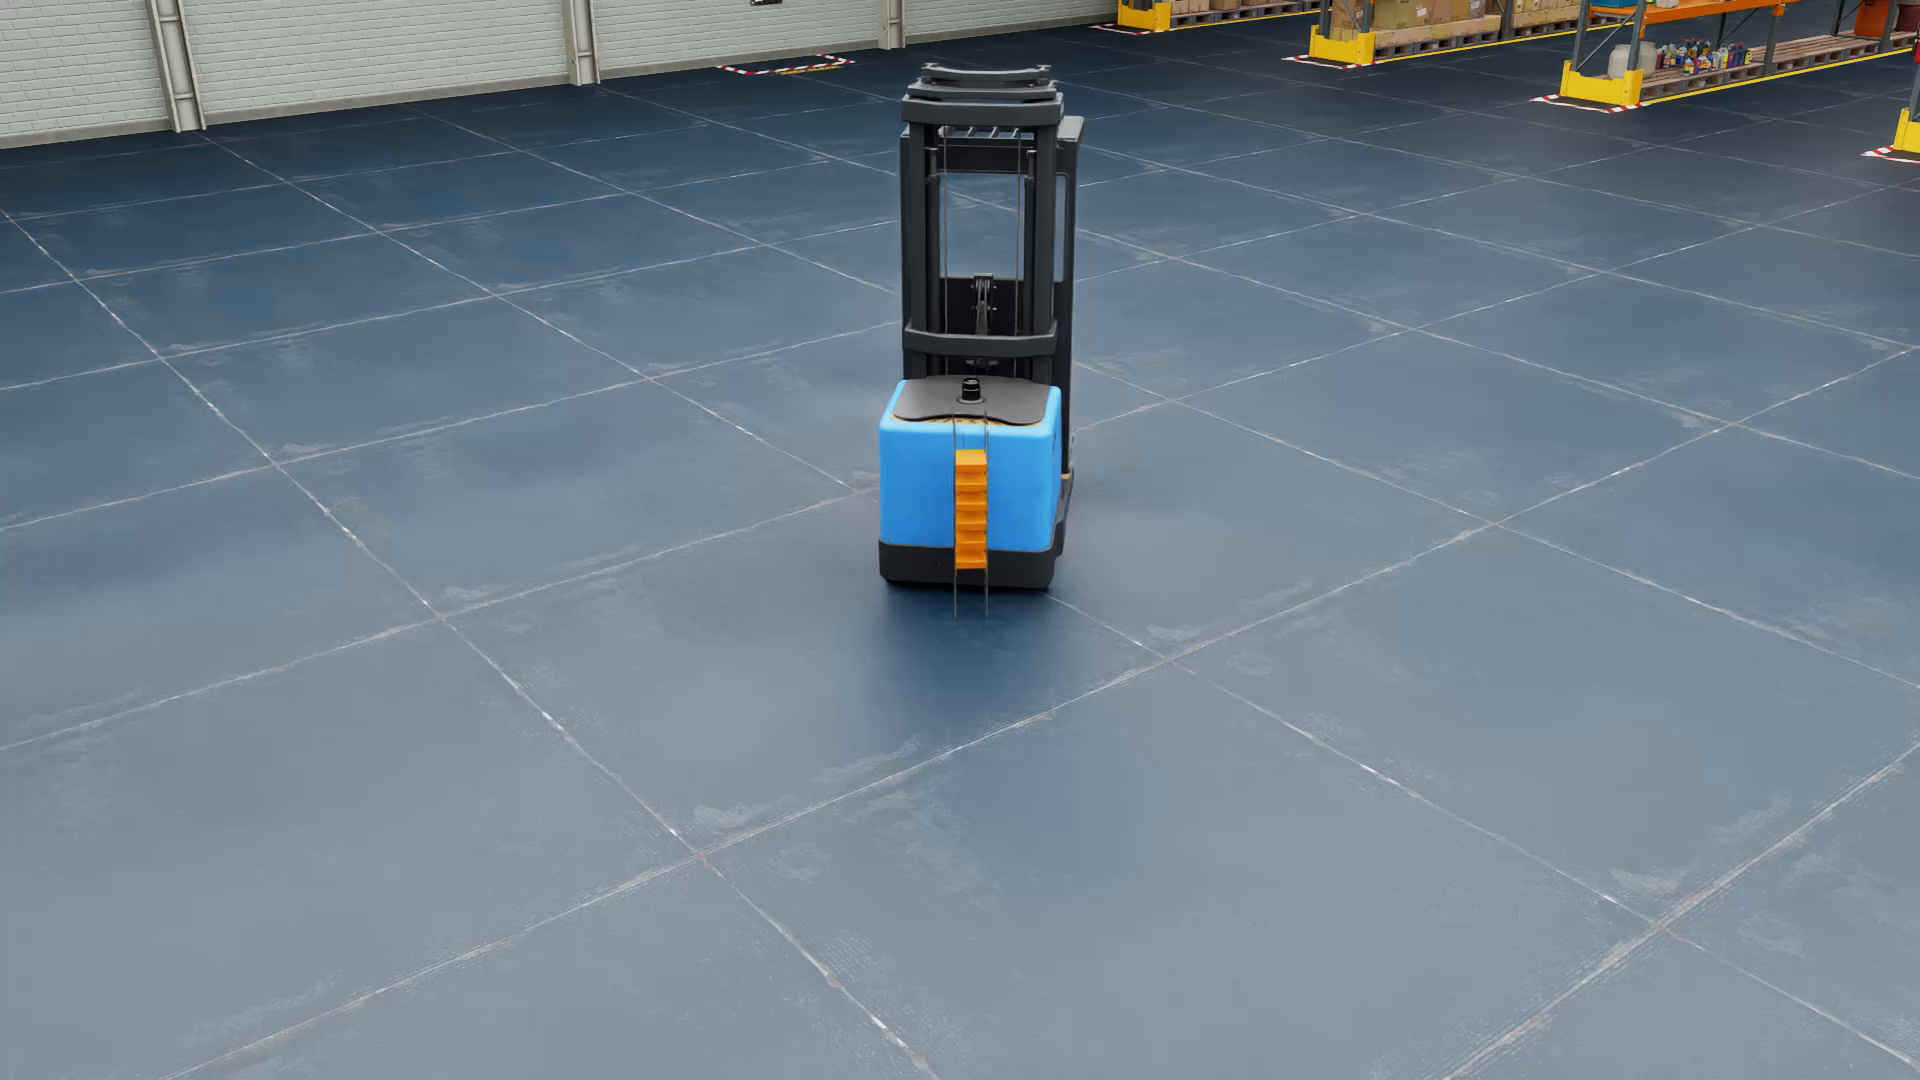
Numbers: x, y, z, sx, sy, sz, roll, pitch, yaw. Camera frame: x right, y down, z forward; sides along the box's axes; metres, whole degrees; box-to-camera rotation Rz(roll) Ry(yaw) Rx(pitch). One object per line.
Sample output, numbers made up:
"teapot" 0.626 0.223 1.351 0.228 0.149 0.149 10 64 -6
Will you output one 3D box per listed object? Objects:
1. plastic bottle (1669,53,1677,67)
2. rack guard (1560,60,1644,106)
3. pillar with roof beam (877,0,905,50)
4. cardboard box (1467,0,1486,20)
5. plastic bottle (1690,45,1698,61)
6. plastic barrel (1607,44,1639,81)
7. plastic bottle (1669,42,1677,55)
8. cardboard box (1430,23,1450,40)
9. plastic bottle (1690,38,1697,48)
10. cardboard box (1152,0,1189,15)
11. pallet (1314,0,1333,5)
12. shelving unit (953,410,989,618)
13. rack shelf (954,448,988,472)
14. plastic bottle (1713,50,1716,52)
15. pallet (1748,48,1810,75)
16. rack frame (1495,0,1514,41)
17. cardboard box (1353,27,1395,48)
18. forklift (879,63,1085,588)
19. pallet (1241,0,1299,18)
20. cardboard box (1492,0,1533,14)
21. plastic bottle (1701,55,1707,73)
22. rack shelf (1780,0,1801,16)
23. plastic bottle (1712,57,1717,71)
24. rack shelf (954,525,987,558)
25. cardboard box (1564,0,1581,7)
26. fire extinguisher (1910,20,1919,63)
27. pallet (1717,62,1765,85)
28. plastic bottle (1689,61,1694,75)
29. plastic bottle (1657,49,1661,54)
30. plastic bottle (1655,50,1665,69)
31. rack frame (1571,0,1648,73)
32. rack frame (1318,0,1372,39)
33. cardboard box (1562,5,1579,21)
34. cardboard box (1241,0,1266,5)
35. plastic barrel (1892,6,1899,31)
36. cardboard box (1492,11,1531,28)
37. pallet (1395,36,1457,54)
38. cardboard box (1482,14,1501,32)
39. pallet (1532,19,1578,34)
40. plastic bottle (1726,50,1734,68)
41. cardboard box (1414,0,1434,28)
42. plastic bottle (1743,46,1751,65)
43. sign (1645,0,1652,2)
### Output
"plastic bottle" 11.328 -7.629 26.428 0.097 0.201 0.097 0 25 0
"rack guard" 9.623 -6.870 24.959 0.348 0.500 1.175 -18 31 -34
"pillar with roof beam" 1.431 -11.456 24.744 0.400 9.000 9.100 -18 31 -34
"cardboard box" 9.055 -9.614 29.779 0.500 0.500 0.500 -18 31 -34
"plastic bottle" 11.809 -7.820 26.755 0.097 0.271 0.097 0 25 0
"plastic barrel" 10.063 -7.227 25.215 0.421 0.512 0.421 0 25 0
"plastic bottle" 11.365 -7.774 26.562 0.185 0.351 0.144 -19 31 -34
"cardboard box" 8.279 -9.009 29.365 0.500 0.250 0.500 -18 31 -34
"plastic bottle" 11.848 -7.934 26.905 0.185 0.351 0.144 -17 30 -33
"cardboard box" 4.079 -10.381 32.225 0.500 0.311 0.500 -23 33 -40
"pallet" 8.199 -11.546 35.378 1.213 0.211 1.003 -18 31 -34
"shelving unit" 0.060 -0.144 9.627 0.189 1.200 0.258 -1 24 -2
"rack shelf" 0.060 -0.433 9.501 0.180 0.103 0.258 -1 24 -2
"plastic bottle" 11.922 -7.606 26.280 0.133 0.283 0.061 -18 31 -34
"pallet" 13.334 -7.960 27.650 1.213 0.211 1.003 -18 31 -34
"rack frame" 9.686 -10.650 30.134 0.127 3.000 1.000 -18 31 -34
"cardboard box" 7.098 -8.620 28.527 0.500 0.250 0.500 -18 31 -34
"forklift" 0.207 -1.630 10.780 1.130 2.935 3.031 3 25 7
"pallet" 6.120 -10.839 33.853 1.213 0.211 1.003 -18 31 -34
"cardboard box" 10.165 -9.872 30.560 0.500 0.311 0.500 -18 30 -34
"plastic bottle" 11.560 -7.414 25.879 0.097 0.271 0.097 0 25 0
"rack shelf" 14.314 -9.201 27.867 4.000 0.370 1.077 -18 31 -34
"plastic bottle" 11.799 -7.461 26.064 0.097 0.201 0.097 0 25 0
"rack shelf" 0.060 0.007 9.692 0.180 0.103 0.258 -1 24 -2
"cardboard box" 11.374 -10.272 31.421 0.500 0.311 0.500 -17 30 -33
"fire extinguisher" 12.274 -6.416 21.103 0.183 0.674 0.296 -18 31 -34
"pallet" 12.185 -7.582 26.837 1.213 0.211 1.003 -18 31 -34
"plastic bottle" 11.293 -7.294 25.704 0.097 0.201 0.097 0 25 0
"plastic bottle" 10.982 -7.612 26.300 0.135 0.276 0.152 -18 30 -34
"plastic bottle" 11.048 -7.580 26.223 0.133 0.283 0.061 -18 31 -34
"rack frame" 9.592 -7.969 24.357 0.127 3.000 1.000 -18 31 -34
"rack frame" 6.538 -9.611 27.895 0.127 3.000 1.000 -18 31 -34
"cardboard box" 11.366 -10.015 31.534 0.500 0.250 0.500 -18 30 -33
"cardboard box" 5.834 -11.073 33.492 0.500 0.500 0.500 -21 32 -38
"plastic barrel" 16.651 -9.418 29.936 0.421 0.512 0.421 0 25 0
"cardboard box" 10.156 -9.616 30.673 0.500 0.250 0.500 -19 31 -35
"pallet" 8.074 -8.874 29.619 1.213 0.211 1.003 -18 31 -34
"cardboard box" 9.456 -9.400 30.209 0.500 0.250 0.500 -18 31 -34
"pallet" 11.203 -9.908 31.848 1.213 0.211 1.003 -18 31 -34
"plastic bottle" 12.157 -7.607 26.281 0.133 0.283 0.061 -16 29 -31
"cardboard box" 7.876 -9.224 28.939 0.500 0.500 0.500 -18 31 -34
"plastic bottle" 12.565 -7.741 26.571 0.133 0.283 0.061 -17 30 -32
"sign" 9.928 -7.911 23.904 0.005 0.325 0.100 -18 31 -34
